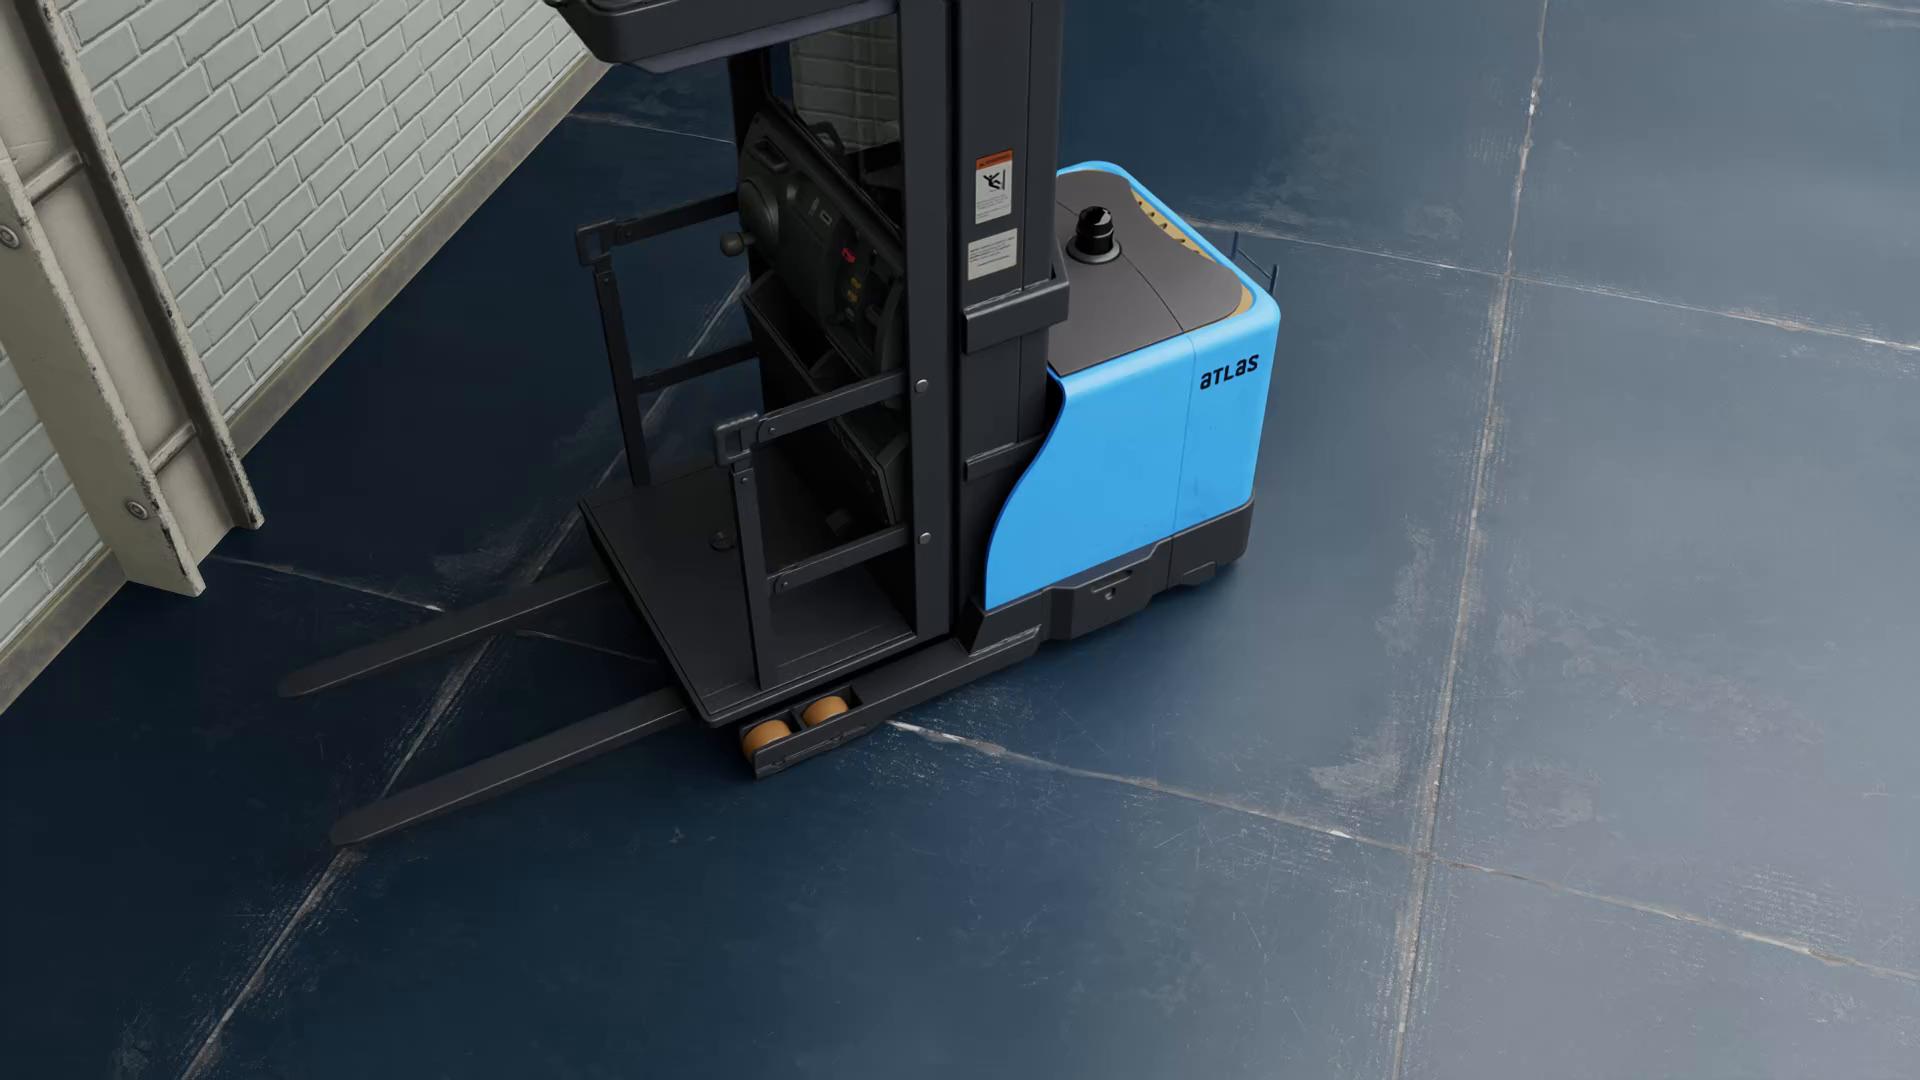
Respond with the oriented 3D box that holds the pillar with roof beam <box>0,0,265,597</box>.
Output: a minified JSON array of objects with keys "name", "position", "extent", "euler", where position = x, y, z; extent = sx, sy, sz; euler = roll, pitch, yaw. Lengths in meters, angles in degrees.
[{"name":"pillar with roof beam","position":[1.466,-2.277,1.643],"extent":[9.100,9.000,0.400],"euler":[13,46,13]}]

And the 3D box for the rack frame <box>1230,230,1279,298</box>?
[{"name":"rack frame","position":[0.957,-0.629,5.749],"extent":[0.006,0.900,0.240],"euler":[-19,47,-21]}]

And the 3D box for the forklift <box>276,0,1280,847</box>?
[{"name":"forklift","position":[-0.567,-0.766,4.437],"extent":[3.031,2.935,1.130],"euler":[-21,48,-20]}]

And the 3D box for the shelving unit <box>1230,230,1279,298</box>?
[{"name":"shelving unit","position":[0.868,-0.598,5.712],"extent":[0.210,0.900,0.258],"euler":[-19,47,-21]}]
